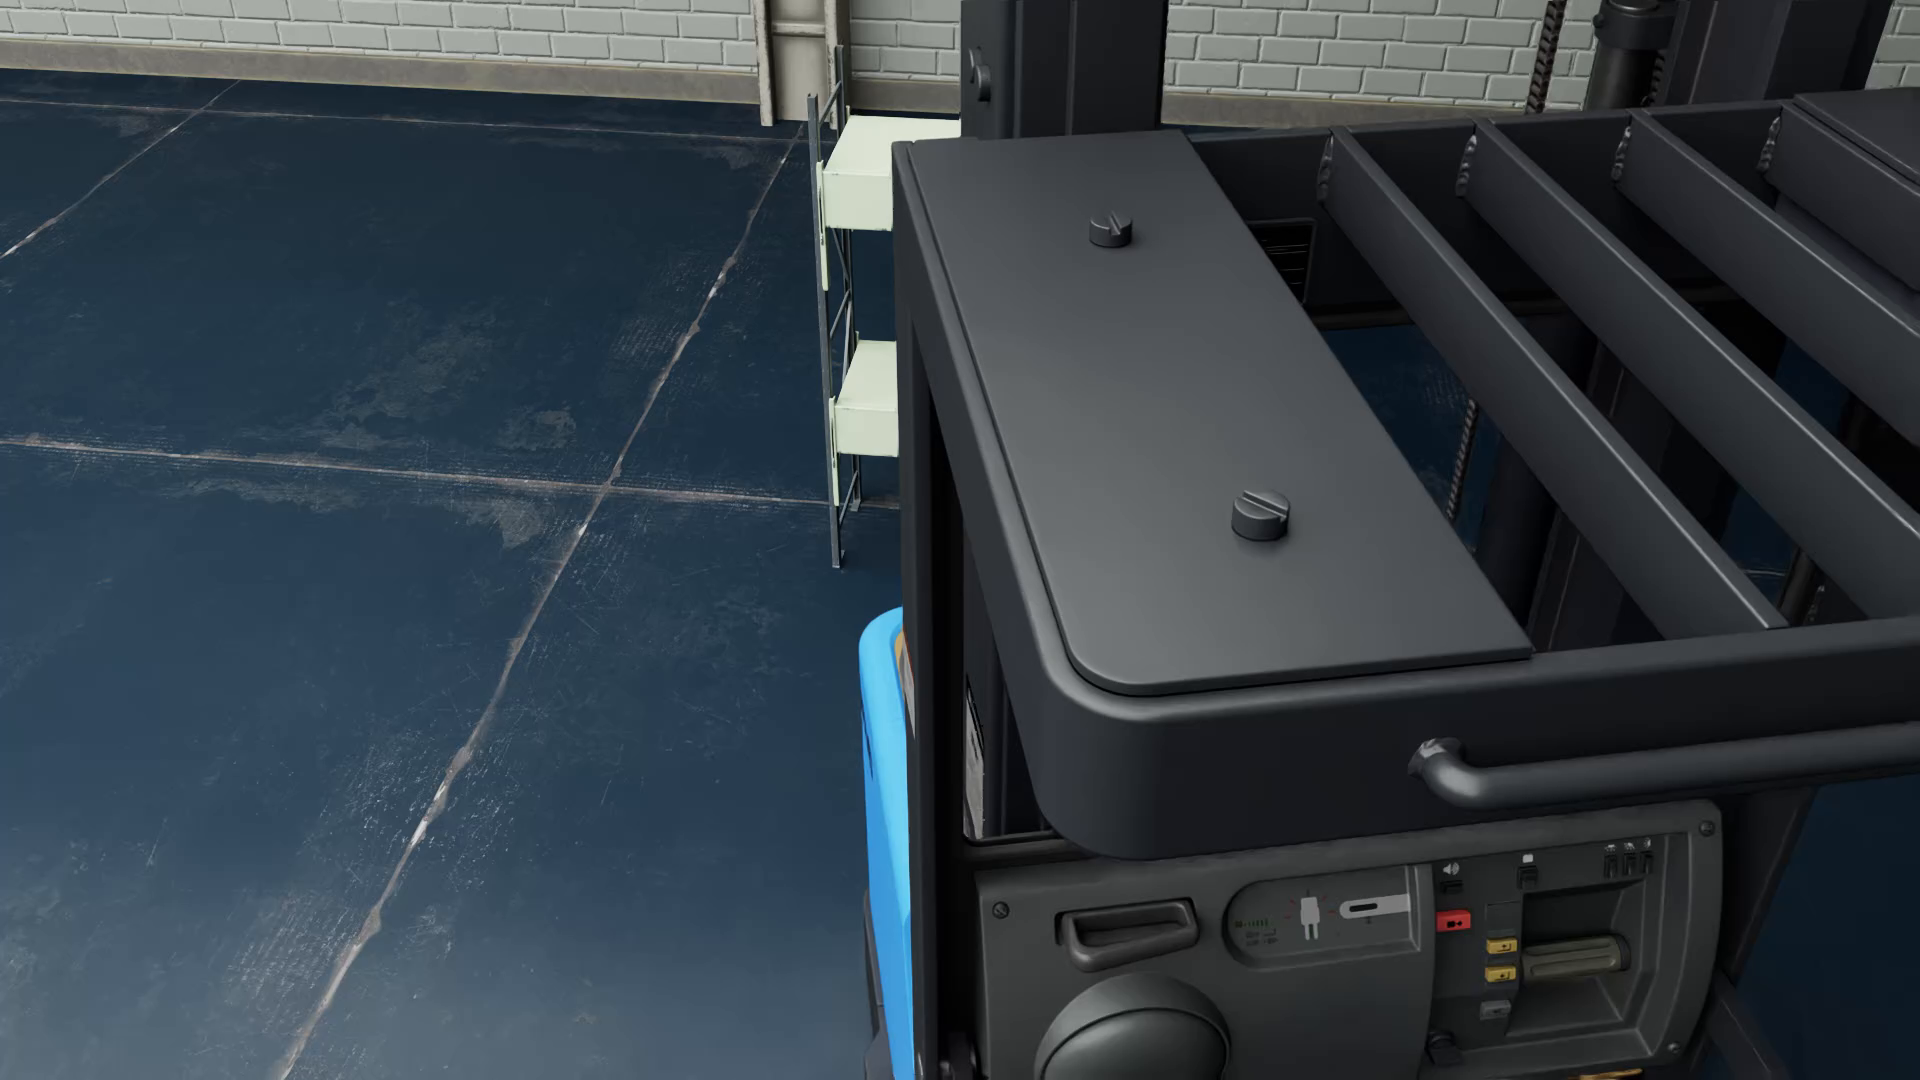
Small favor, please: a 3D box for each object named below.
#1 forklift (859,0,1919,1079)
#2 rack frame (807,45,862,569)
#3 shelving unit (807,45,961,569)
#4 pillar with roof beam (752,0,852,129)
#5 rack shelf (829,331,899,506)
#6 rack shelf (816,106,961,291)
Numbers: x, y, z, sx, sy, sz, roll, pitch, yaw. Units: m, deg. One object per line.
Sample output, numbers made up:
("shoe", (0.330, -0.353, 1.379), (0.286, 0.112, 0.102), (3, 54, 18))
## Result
("forklift", (0.520, 0.615, 1.865), (1.130, 2.935, 3.031), (-5, 36, -7))
("rack frame", (-0.356, -0.637, 4.852), (0.023, 1.500, 0.400), (4, 36, 6))
("shelving unit", (0.007, -0.610, 4.814), (0.755, 1.500, 0.431), (4, 36, 6))
("pillar with roof beam", (-1.297, -3.268, 2.082), (0.400, 9.000, 9.100), (4, 36, 6))
("rack shelf", (0.007, -0.345, 5.003), (0.720, 0.370, 0.431), (4, 36, 6))
("rack shelf", (0.007, -0.928, 4.587), (0.720, 0.370, 0.431), (4, 36, 6))
